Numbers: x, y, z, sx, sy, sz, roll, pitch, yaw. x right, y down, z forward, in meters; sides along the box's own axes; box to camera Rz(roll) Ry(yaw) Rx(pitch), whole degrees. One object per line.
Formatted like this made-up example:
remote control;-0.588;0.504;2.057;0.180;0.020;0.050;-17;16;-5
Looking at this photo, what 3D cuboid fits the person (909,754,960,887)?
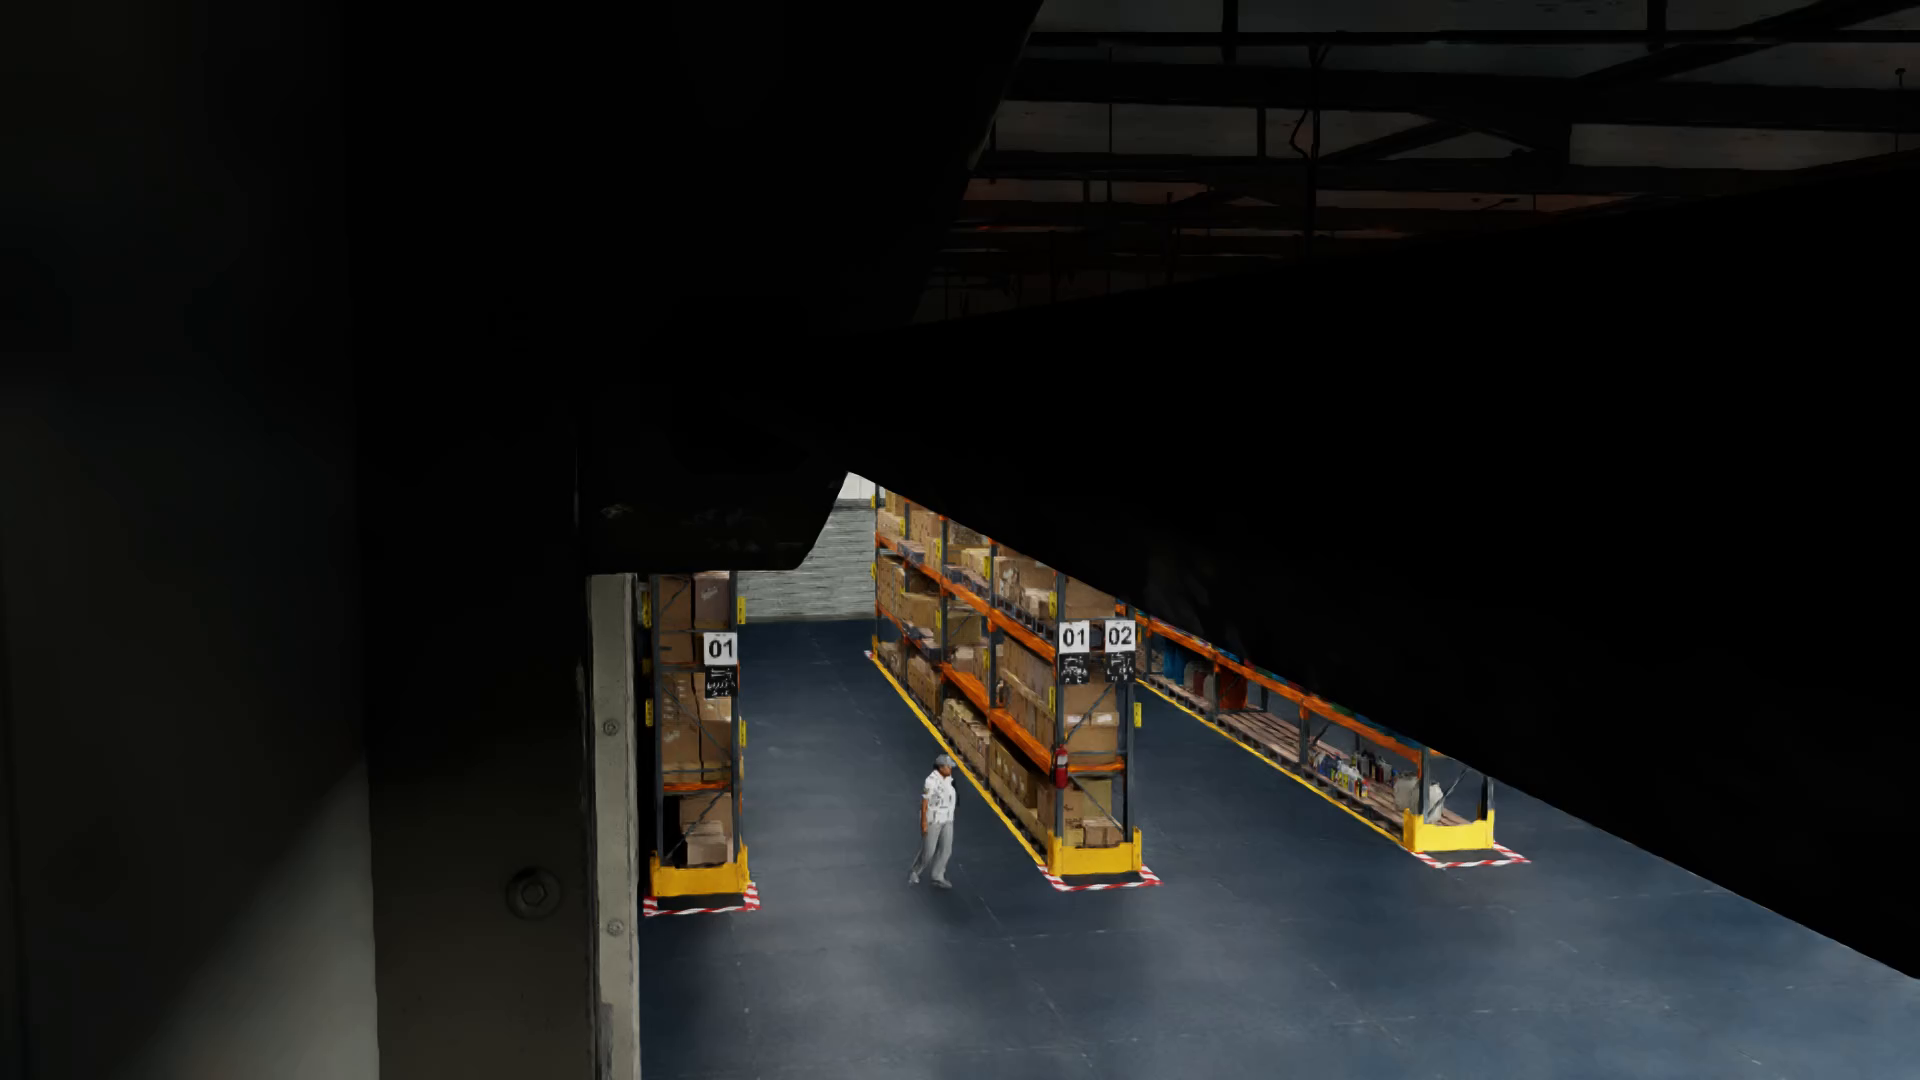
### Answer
person;-0.328;3.425;20.387;0.591;1.650;0.546;5;8;42
